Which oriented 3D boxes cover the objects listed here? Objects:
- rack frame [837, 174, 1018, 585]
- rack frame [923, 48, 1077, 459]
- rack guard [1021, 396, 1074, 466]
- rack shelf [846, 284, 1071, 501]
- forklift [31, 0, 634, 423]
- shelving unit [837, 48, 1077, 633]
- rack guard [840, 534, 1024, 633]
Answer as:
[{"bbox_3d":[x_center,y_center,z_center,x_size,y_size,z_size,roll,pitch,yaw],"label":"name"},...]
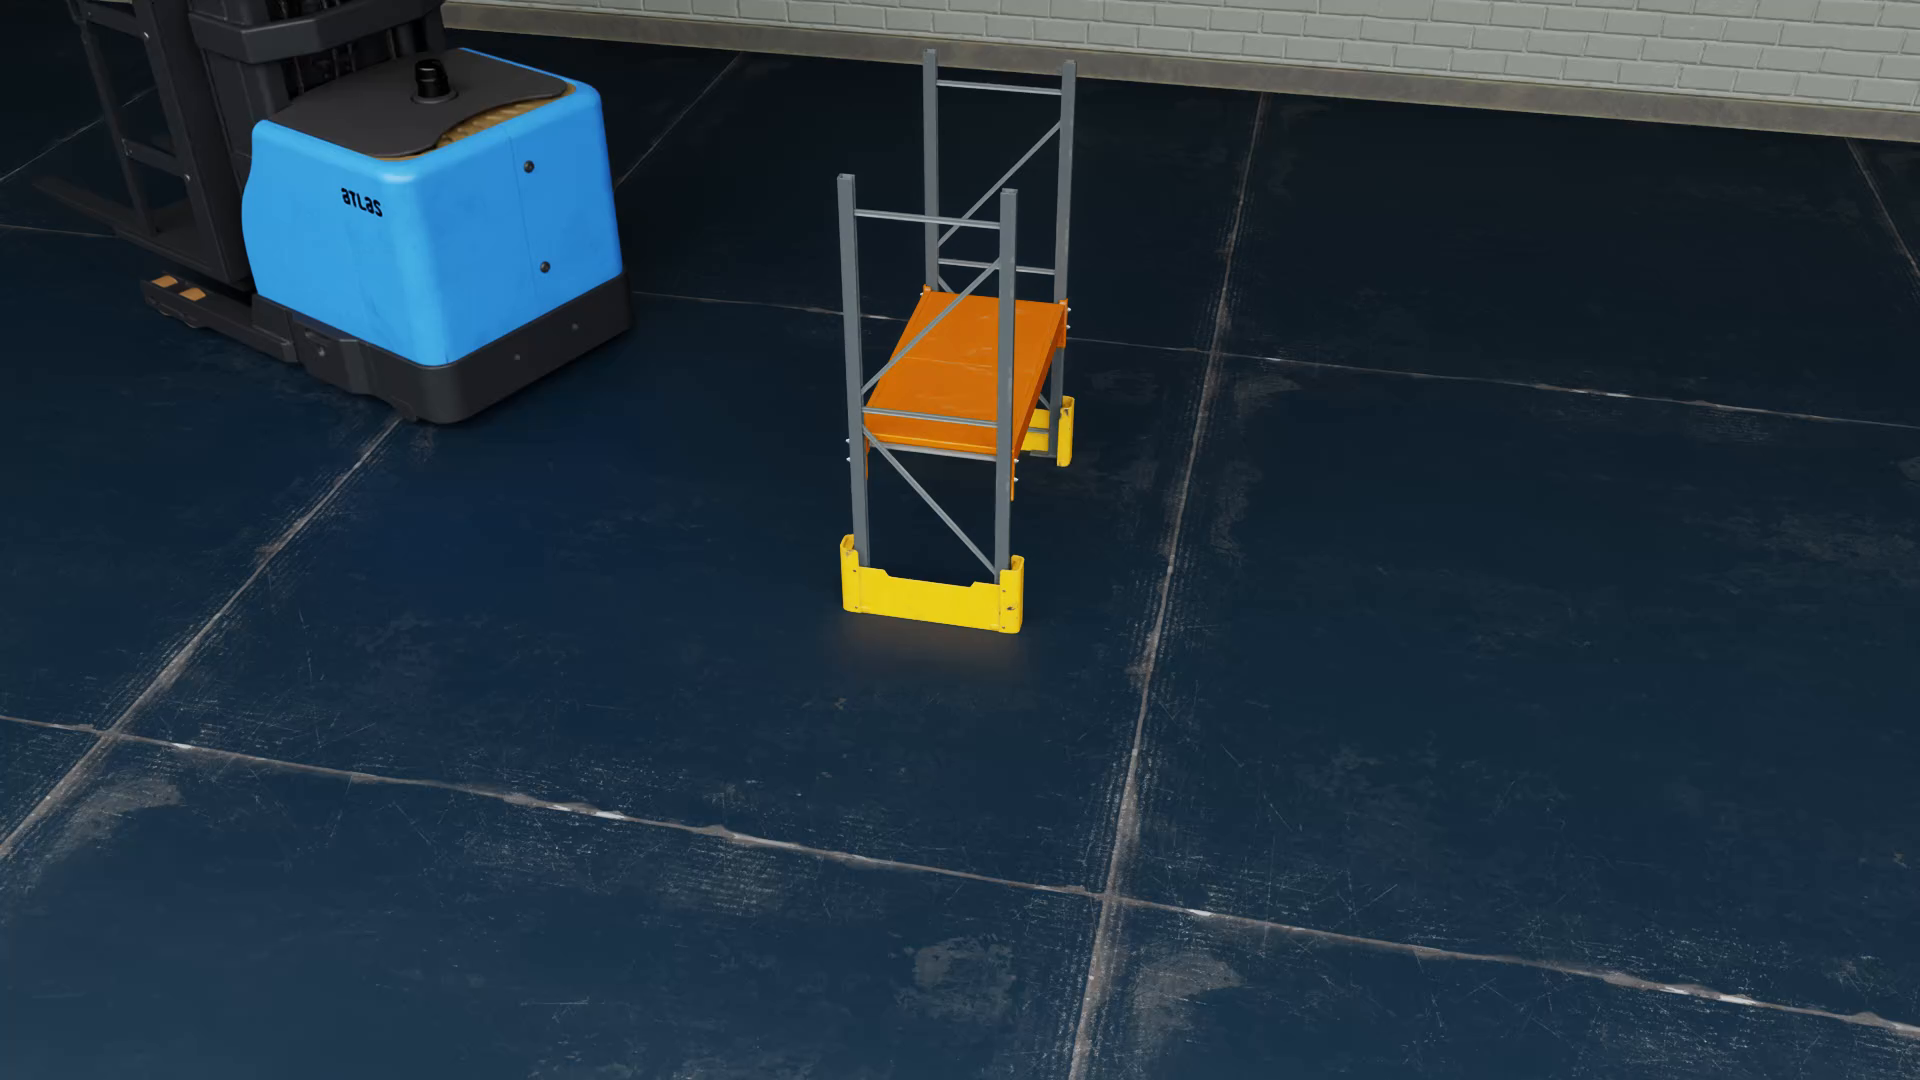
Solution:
[{"bbox_3d":[-0.090,-0.365,4.975,0.500,1.500,0.032,7,37,10],"label":"rack frame"},{"bbox_3d":[0.127,-0.948,5.779,0.500,1.500,0.032,7,37,10],"label":"rack frame"},{"bbox_3d":[0.123,-0.430,6.131,0.587,0.250,0.087,7,37,10],"label":"rack guard"},{"bbox_3d":[0.018,-0.511,5.483,0.538,0.185,1.000,7,37,10],"label":"rack shelf"},{"bbox_3d":[-2.844,-2.303,6.430,3.031,2.935,1.130,23,42,28],"label":"forklift"},{"bbox_3d":[0.016,-0.651,5.370,0.587,1.500,1.083,7,37,10],"label":"shelving unit"},{"bbox_3d":[-0.090,0.141,5.343,0.587,0.250,0.087,7,37,10],"label":"rack guard"}]
